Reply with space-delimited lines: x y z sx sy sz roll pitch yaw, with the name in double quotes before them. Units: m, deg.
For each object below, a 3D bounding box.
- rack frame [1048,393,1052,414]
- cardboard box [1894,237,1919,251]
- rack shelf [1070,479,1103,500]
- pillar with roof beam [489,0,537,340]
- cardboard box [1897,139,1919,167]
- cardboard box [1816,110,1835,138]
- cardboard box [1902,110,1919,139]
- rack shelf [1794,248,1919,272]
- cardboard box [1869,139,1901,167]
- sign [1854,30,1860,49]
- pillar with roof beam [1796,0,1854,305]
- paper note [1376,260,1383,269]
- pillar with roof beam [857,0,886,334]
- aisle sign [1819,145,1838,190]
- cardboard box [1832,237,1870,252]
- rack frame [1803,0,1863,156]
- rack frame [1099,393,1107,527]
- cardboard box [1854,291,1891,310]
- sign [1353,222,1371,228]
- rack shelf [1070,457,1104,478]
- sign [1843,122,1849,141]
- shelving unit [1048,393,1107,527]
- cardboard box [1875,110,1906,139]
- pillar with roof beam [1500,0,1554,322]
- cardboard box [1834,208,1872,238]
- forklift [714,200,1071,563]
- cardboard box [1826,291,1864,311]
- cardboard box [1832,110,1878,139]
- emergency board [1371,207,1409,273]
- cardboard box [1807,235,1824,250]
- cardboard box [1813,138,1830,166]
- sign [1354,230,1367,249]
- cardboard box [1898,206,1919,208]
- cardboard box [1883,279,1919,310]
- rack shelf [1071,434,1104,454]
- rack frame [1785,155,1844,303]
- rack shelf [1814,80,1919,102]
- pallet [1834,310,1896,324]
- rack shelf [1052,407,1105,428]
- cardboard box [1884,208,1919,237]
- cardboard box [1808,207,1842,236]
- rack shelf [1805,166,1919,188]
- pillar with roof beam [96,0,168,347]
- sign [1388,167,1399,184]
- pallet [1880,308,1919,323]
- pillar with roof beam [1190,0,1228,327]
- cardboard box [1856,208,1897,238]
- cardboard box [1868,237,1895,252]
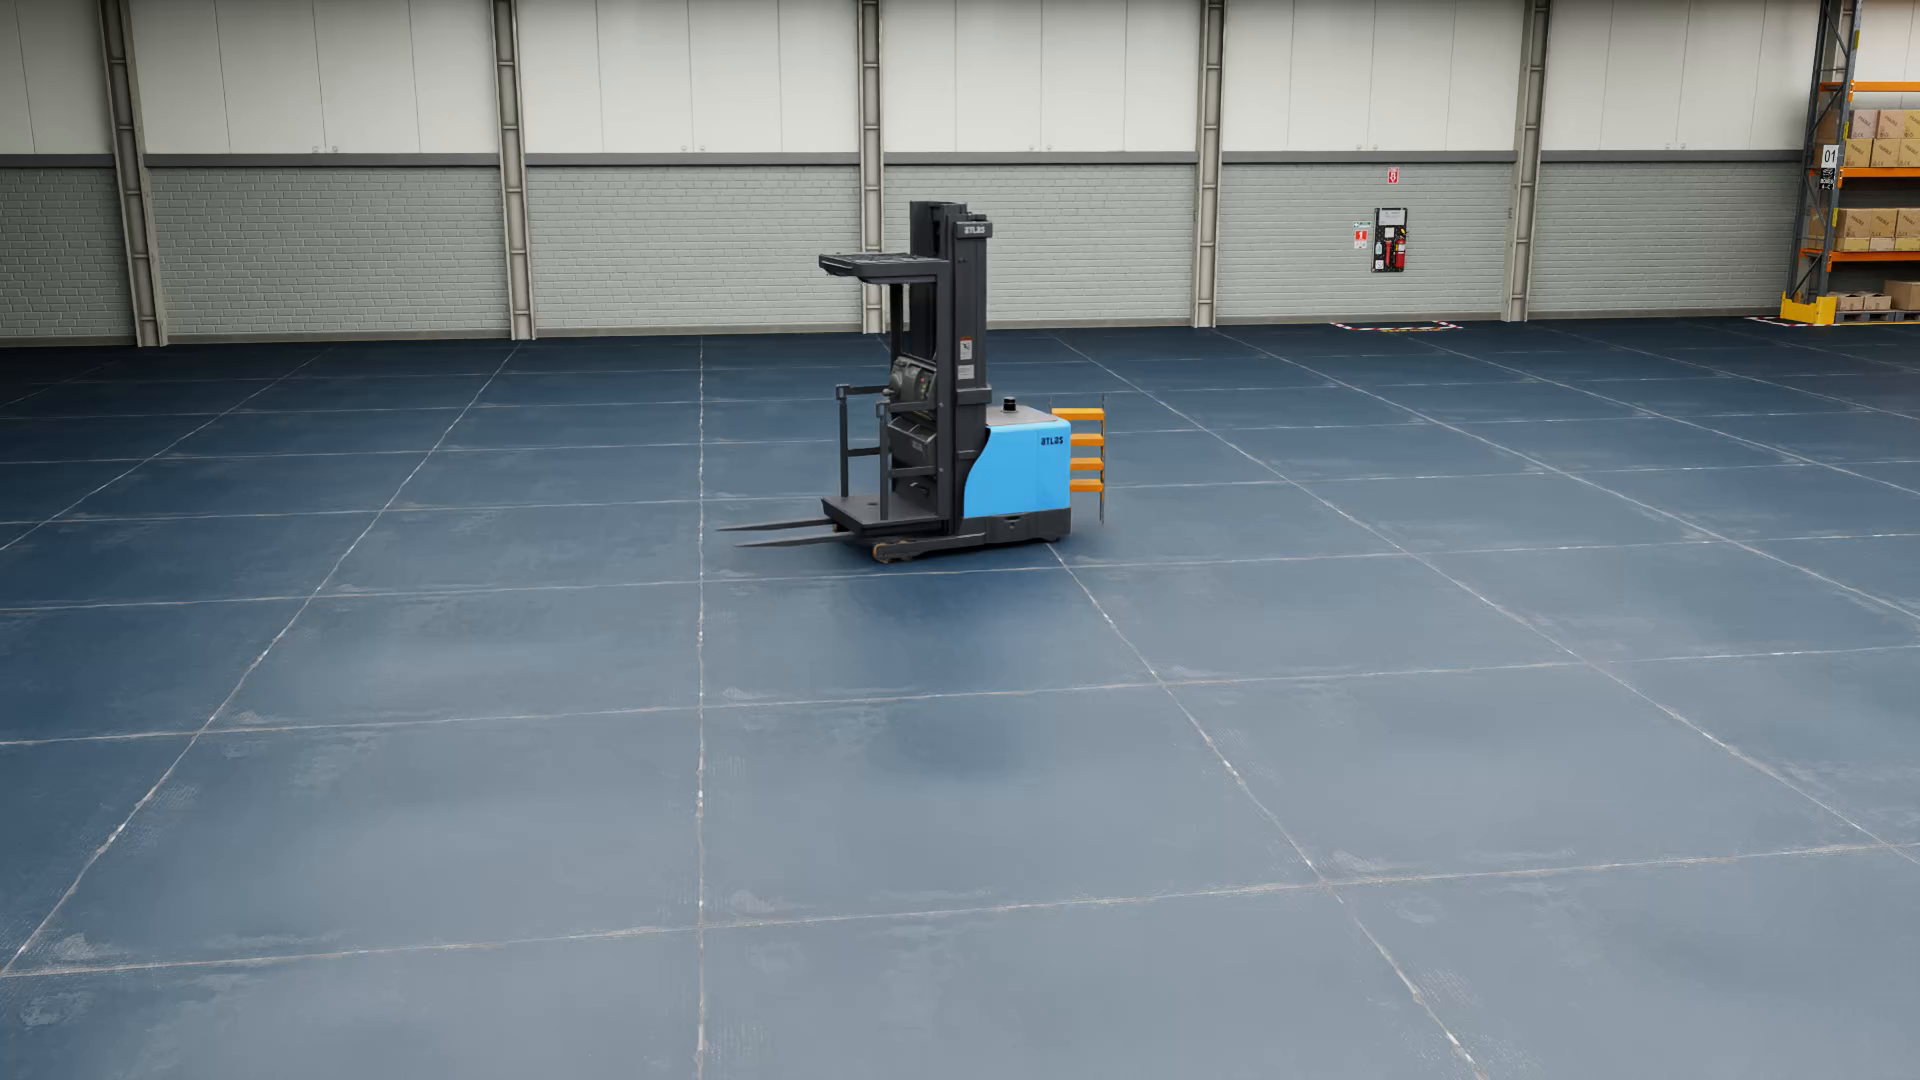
"rack frame" 0.815 -0.725 15.145 0.015 1.200 0.240 0 14 -1
"cardboard box" 17.255 -5.456 30.579 0.500 0.250 0.500 -2 14 -9
"rack shelf" 1.059 -0.468 15.214 0.480 0.148 0.258 0 14 -1
"pillar with roof beam" -6.818 -6.777 23.245 0.400 9.000 9.100 -2 14 -8
"cardboard box" 17.127 -7.035 30.192 0.500 0.500 0.500 -1 14 -6
"cardboard box" 16.097 -7.615 30.453 0.500 0.500 0.500 -1 14 -6
"cardboard box" 17.135 -7.520 30.071 0.500 0.500 0.500 -2 14 -7
"rack shelf" 17.687 -5.262 31.018 4.000 0.370 1.077 -2 14 -8
"cardboard box" 16.614 -7.015 30.114 0.500 0.500 0.500 -1 14 -5
"sign" 15.790 -8.810 29.268 0.005 0.325 0.100 -2 14 -8
"pillar with roof beam" 16.914 -7.647 26.713 0.400 9.000 9.100 -2 14 -8
"paper note" 7.705 -5.057 30.532 0.142 0.148 0.016 -2 14 -8
"pillar with roof beam" -0.885 -6.994 24.112 0.400 9.000 9.100 -2 14 -8
"aisle sign" 15.683 -6.725 30.027 0.004 0.787 0.394 -2 14 -8
"cardboard box" 16.239 -5.417 30.423 0.500 0.250 0.500 -3 14 -10
"rack frame" 15.709 -8.449 29.911 0.127 3.000 1.000 -2 14 -8
"rack frame" 1.303 -0.727 15.154 0.015 1.200 0.240 0 14 -1
"cardboard box" 16.971 -4.472 31.011 0.500 0.311 0.500 -1 14 -4
"sign" 7.334 -5.752 30.327 0.331 0.109 0.001 -2 14 -8
"rack shelf" 1.059 -0.660 15.165 0.480 0.148 0.258 0 14 -1
"sign" 15.790 -7.287 29.649 0.005 0.325 0.100 -2 14 -8
"shelving unit" 1.059 -0.726 15.149 0.503 1.200 0.258 0 14 -1
"cardboard box" 16.630 -7.498 29.987 0.500 0.500 0.500 -2 14 -9
"pillar with roof beam" 10.981 -7.429 25.846 0.400 9.000 9.100 -2 14 -8
"cardboard box" 16.226 -5.784 30.346 0.500 0.500 0.500 -2 14 -8
"forklift" -0.585 -1.376 14.181 3.031 2.935 1.130 -6 15 -23
"cardboard box" 16.407 -4.451 30.928 0.500 0.311 0.500 -4 15 -15
"cardboard box" 16.127 -7.492 29.963 0.500 0.500 0.500 -3 14 -12
"emergency board" 7.890 -5.474 30.384 0.643 1.169 0.194 -2 14 -8
"cardboard box" 16.143 -5.539 30.910 0.500 0.250 0.500 -2 14 -7
"cardboard box" 16.084 -7.128 30.565 0.500 0.500 0.500 -1 14 -4
"sign" 7.328 -5.497 30.399 0.234 0.329 0.001 -2 14 -8
"cardboard box" 17.652 -5.962 31.053 0.500 0.500 0.500 -2 14 -8
"cardboard box" 17.704 -4.578 31.046 0.500 0.500 0.700 -3 14 -12
"rack shelf" 1.059 -0.877 15.111 0.480 0.148 0.258 0 14 -1
"rack frame" 15.709 -5.539 30.641 0.127 3.000 1.000 -2 14 -8
"rack shelf" 17.687 -8.171 30.288 4.000 0.370 1.077 -2 14 -8
"pallet" 16.593 -4.210 31.075 1.213 0.211 1.003 -2 14 -8
"rack shelf" 1.059 -1.107 15.053 0.480 0.148 0.258 0 14 -1
"cardboard box" 17.228 -5.817 30.477 0.500 0.500 0.500 -3 14 -10
"cardboard box" 16.144 -5.908 30.838 0.500 0.500 0.500 -2 14 -9
"rack shelf" 17.687 -6.717 30.653 4.000 0.370 1.077 -2 14 -8
"pillar with roof beam" -12.751 -6.559 22.378 0.400 9.000 9.100 -2 14 -8
"sign" 7.868 -6.623 30.197 0.199 0.298 0.001 -2 14 -8
"pallet" 17.797 -4.253 31.248 1.213 0.211 1.003 -2 14 -8
"pillar with roof beam" 5.048 -7.212 24.979 0.400 9.000 9.100 -2 14 -8
"cardboard box" 16.717 -5.800 30.408 0.500 0.500 0.500 -2 14 -8
"cardboard box" 16.751 -5.439 30.512 0.500 0.250 0.500 -3 14 -10
